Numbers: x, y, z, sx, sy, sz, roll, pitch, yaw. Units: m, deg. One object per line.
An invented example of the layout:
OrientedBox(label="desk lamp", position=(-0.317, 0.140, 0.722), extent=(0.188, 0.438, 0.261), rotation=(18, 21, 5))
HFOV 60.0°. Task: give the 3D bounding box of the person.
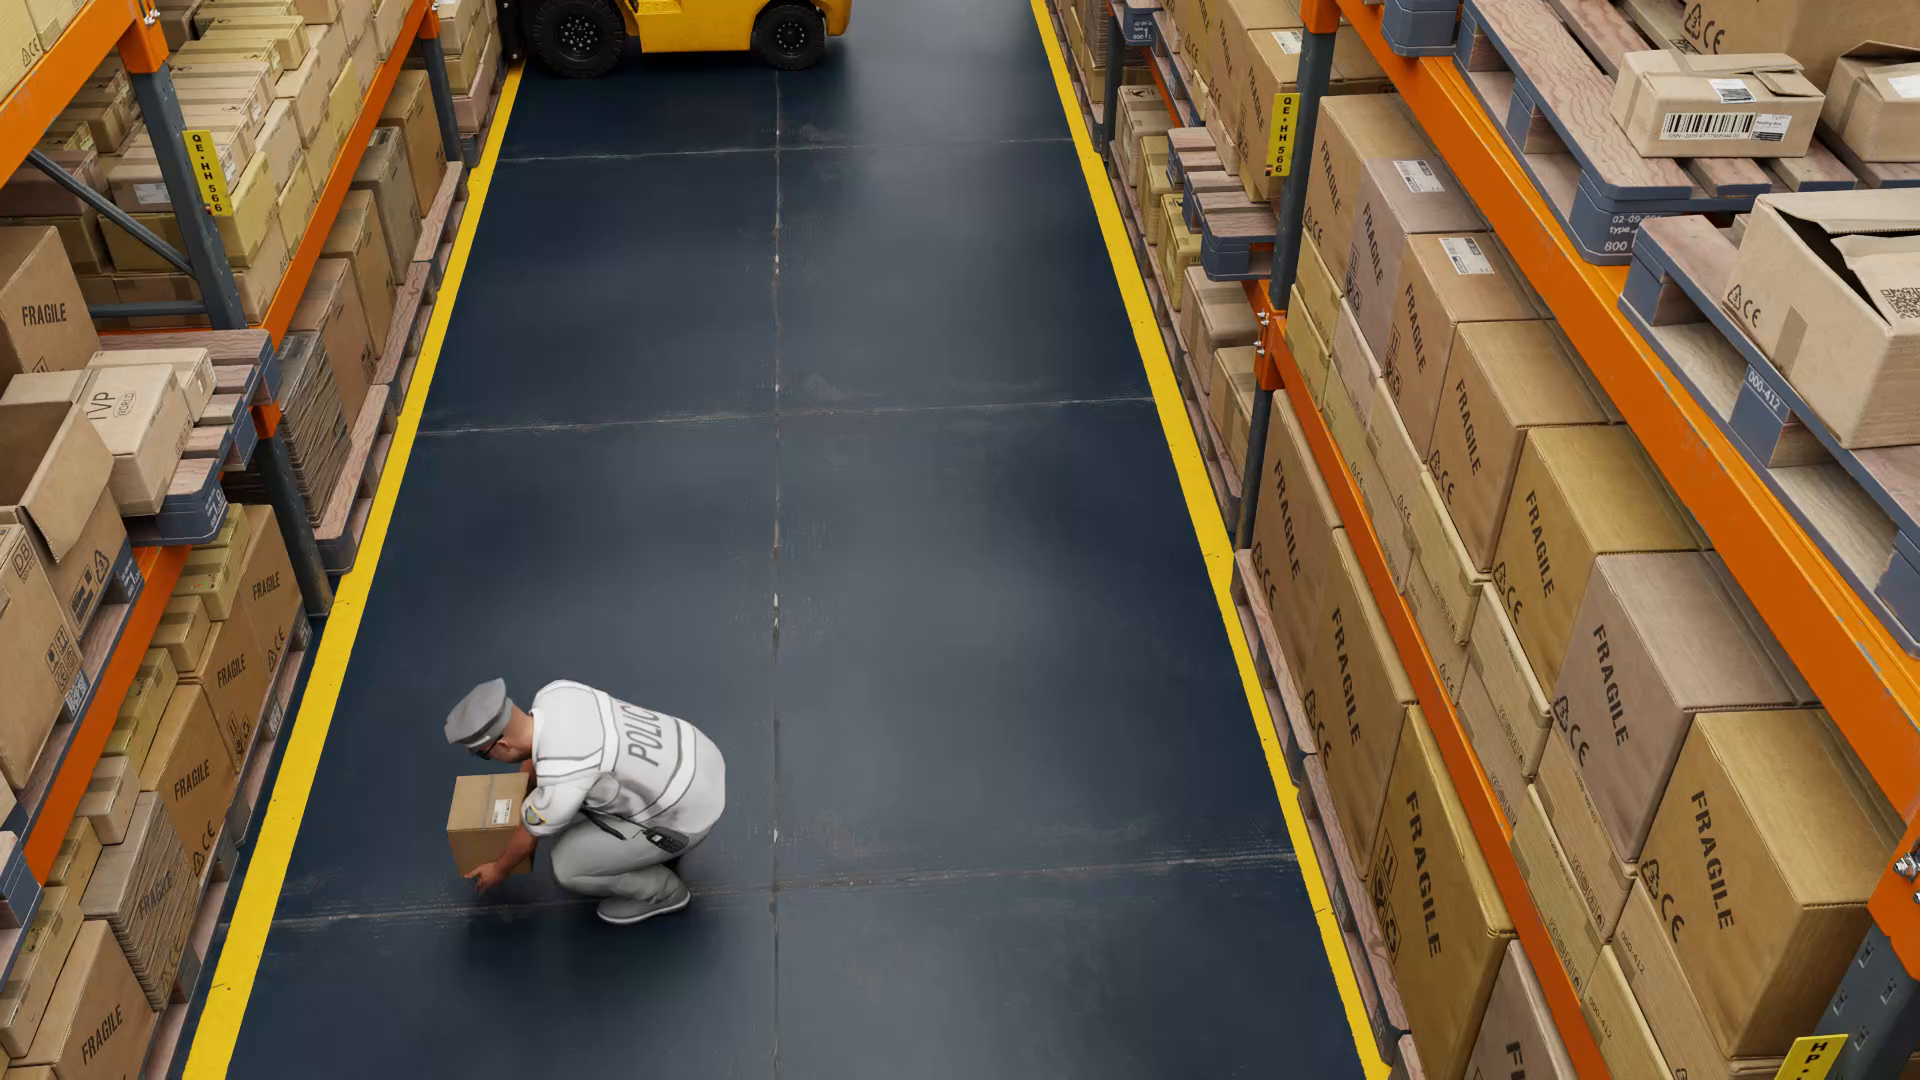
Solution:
OrientedBox(label="person", position=(-1.268, 0.846, 5.703), extent=(0.912, 1.012, 0.537), rotation=(-3, 39, -4))
